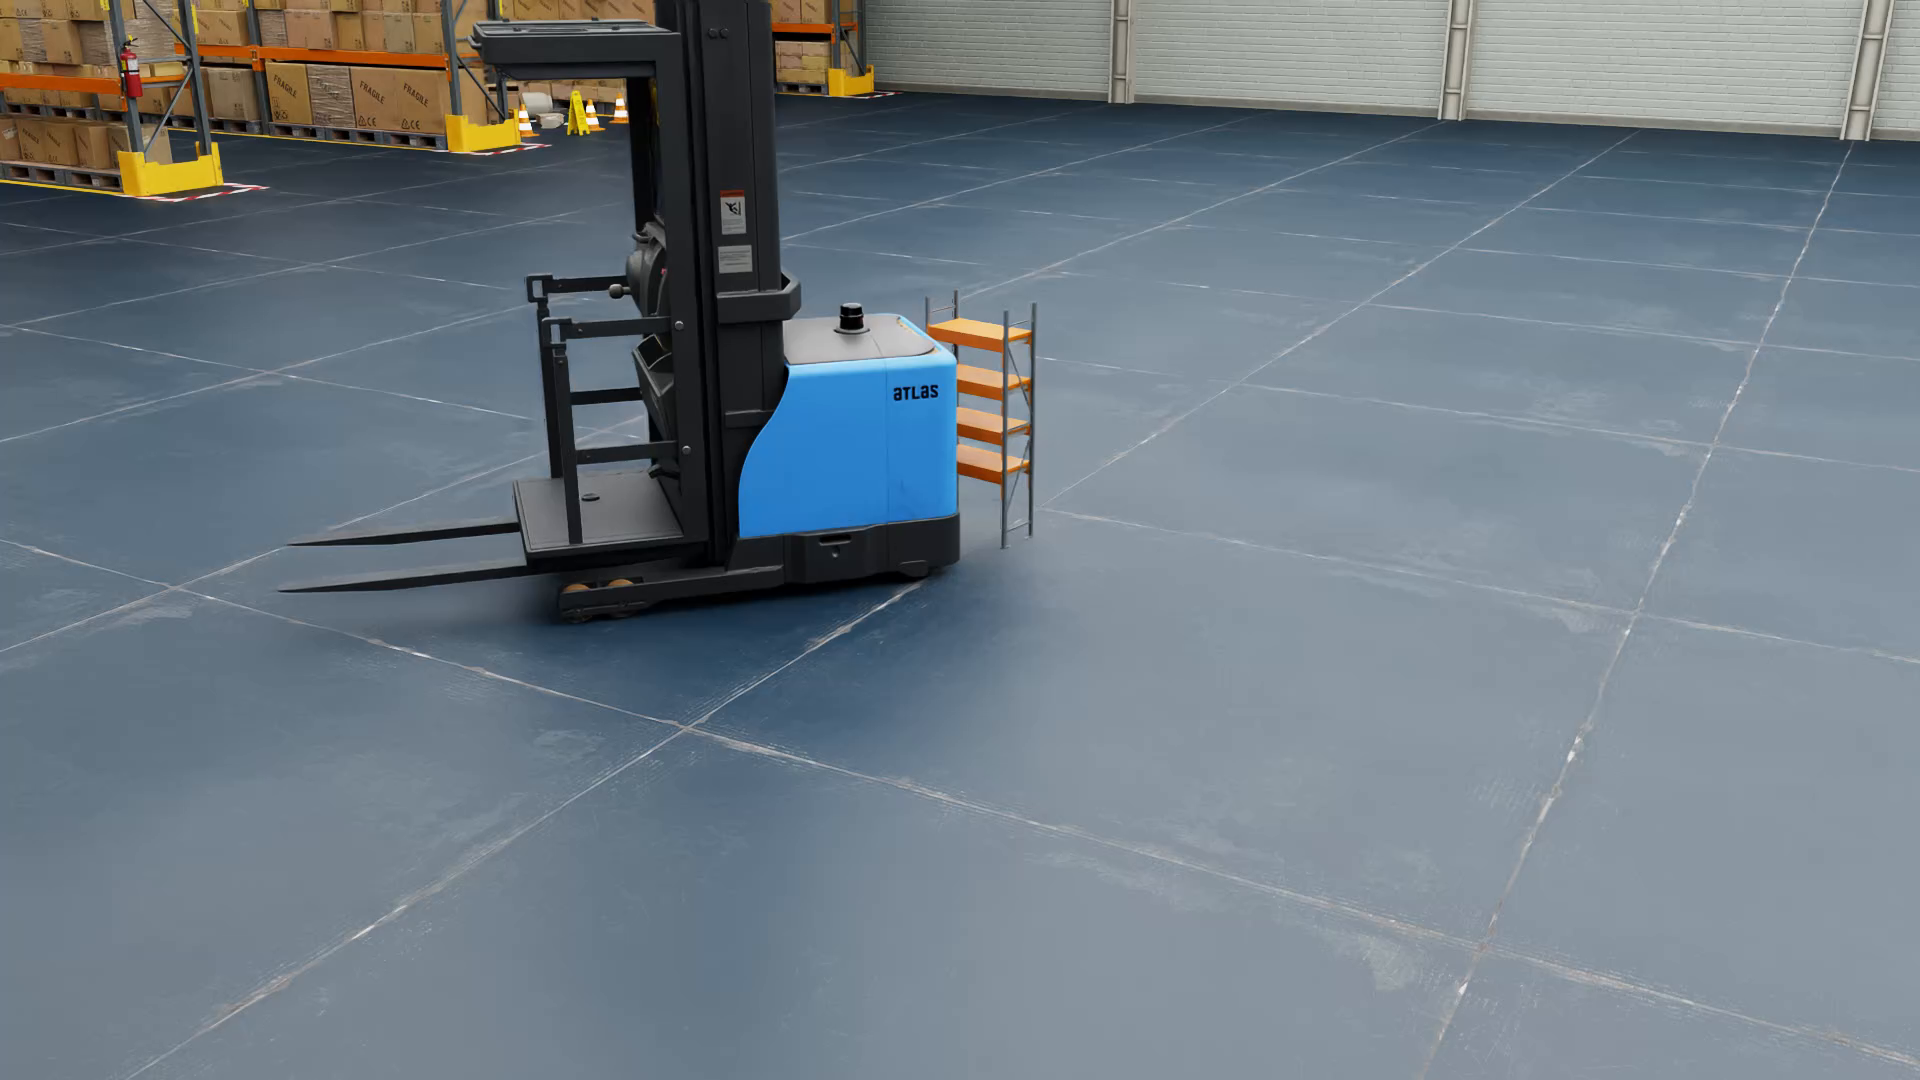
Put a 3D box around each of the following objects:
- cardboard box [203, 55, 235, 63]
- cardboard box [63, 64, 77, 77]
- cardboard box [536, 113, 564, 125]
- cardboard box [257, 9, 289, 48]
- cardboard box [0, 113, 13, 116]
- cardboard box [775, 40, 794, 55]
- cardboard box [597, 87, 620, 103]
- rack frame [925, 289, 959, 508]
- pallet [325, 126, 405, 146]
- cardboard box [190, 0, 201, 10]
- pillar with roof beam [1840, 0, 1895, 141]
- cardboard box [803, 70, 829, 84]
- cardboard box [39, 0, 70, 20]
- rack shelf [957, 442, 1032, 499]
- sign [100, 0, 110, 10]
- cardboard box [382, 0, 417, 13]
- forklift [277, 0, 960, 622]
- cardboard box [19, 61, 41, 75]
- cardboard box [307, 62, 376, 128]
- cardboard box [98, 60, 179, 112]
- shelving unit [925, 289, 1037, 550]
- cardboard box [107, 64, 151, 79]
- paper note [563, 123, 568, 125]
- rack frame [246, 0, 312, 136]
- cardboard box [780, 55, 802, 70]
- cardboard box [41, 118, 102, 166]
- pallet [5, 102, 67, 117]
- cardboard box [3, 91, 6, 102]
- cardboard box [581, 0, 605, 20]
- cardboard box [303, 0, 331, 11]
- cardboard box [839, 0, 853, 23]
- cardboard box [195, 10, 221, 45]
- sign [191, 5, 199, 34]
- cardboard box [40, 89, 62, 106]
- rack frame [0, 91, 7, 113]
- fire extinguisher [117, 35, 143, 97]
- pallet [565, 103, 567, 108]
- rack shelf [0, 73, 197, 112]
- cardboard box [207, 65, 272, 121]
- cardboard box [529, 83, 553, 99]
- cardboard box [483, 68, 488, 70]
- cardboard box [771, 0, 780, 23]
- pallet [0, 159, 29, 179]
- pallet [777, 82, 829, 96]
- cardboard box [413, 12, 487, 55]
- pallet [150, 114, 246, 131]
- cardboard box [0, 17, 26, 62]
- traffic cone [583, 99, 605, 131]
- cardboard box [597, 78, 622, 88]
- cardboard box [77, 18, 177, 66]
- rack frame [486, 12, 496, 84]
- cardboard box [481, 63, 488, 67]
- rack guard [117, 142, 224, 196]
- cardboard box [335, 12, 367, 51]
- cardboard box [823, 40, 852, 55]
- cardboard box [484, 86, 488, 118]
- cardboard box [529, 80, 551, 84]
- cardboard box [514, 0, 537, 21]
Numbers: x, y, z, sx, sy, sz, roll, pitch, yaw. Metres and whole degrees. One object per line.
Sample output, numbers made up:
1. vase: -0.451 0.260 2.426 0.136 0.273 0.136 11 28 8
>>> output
1. cardboard box: -14.429 -9.675 33.137 0.875 0.875 0.875 12 23 29
2. cardboard box: -10.387 -5.592 19.750 0.250 0.149 0.380 11 23 27
3. cardboard box: -6.661 -6.836 26.993 0.380 0.149 0.250 -11 23 -29
4. cardboard box: -10.023 -7.747 25.104 0.550 0.550 0.875 11 23 27
5. cardboard box: -12.528 -5.219 21.403 0.500 0.500 0.500 10 22 26
6. cardboard box: -3.563 -9.561 32.273 0.500 0.250 0.500 11 23 28
7. cardboard box: -5.818 -7.607 28.355 0.500 0.250 0.500 11 23 27
8. rack frame: -0.088 -0.655 8.410 0.015 1.200 0.240 16 25 37
9. pallet: -8.656 -6.071 24.793 1.213 0.211 1.003 11 23 27
10. cardboard box: -11.678 -8.502 25.790 0.500 0.500 0.700 11 23 28
11. pillar with roof beam: 11.331 -8.967 19.890 0.400 9.000 9.100 11 23 27
12. cardboard box: -2.679 -8.927 31.993 0.500 0.250 0.500 11 23 28
13. cardboard box: -10.406 -6.366 19.466 0.500 0.500 0.500 11 23 27
14. rack shelf: 0.100 -0.352 8.355 0.480 0.148 0.258 16 25 37
15. sign: -9.654 -6.141 18.733 0.005 0.325 0.100 11 23 27
16. cardboard box: -7.689 -7.785 23.624 0.550 0.550 0.875 11 23 27
17. forklift: -1.576 -1.214 7.415 3.031 2.935 1.130 -6 21 -16
18. cardboard box: -11.076 -5.696 20.036 0.250 0.149 0.380 11 23 27
19. cardboard box: -9.047 -6.659 24.824 0.875 0.875 0.875 11 23 28
20. cardboard box: -13.355 -7.412 27.082 0.750 0.750 1.050 10 22 27
21. shelving unit: 0.100 -0.602 8.264 0.503 1.200 0.258 16 25 37
22. cardboard box: -9.715 -5.477 19.435 0.250 0.149 0.380 11 23 27
23. paper note: -6.329 -6.729 26.870 0.142 0.019 0.148 3 20 9
24. rack frame: -10.351 -7.735 25.289 0.127 3.000 1.000 11 23 27
25. cardboard box: -3.125 -9.252 32.156 0.500 0.250 0.500 11 22 27
26. cardboard box: -10.978 -4.940 20.634 0.500 0.500 0.500 13 24 32
27. pallet: -15.585 -7.423 28.518 1.213 0.211 1.003 11 23 27
28. cardboard box: -16.356 -7.798 28.513 0.500 0.500 0.500 12 23 30
29. cardboard box: -6.011 -8.924 27.984 0.500 0.500 0.500 11 23 27
30. cardboard box: -9.104 -8.054 24.365 0.550 0.550 0.875 11 23 27
31. cardboard box: -2.412 -10.250 32.077 0.500 0.500 0.500 12 23 29
32. cardboard box: -11.378 -7.873 25.523 0.500 0.500 0.500 11 22 27
33. sign: -9.101 -6.178 19.728 0.005 0.325 0.100 11 23 27
34. cardboard box: -14.996 -7.541 27.806 0.500 0.500 0.500 12 23 29
35. rack frame: -12.858 -6.275 21.265 0.127 3.000 1.000 11 23 27
36. fire extinguisher: -9.490 -5.417 19.013 0.183 0.674 0.296 11 23 27
37. pallet: -7.421 -7.813 29.594 1.213 0.211 1.003 11 23 27
38. rack shelf: -11.112 -5.604 20.470 4.000 0.370 1.077 11 23 27
39. cardboard box: -10.936 -6.951 25.812 0.750 0.750 1.050 11 23 27
40. cardboard box: -7.170 -7.866 29.067 0.500 0.250 0.500 12 23 30
41. cardboard box: -9.113 -8.392 30.339 0.625 0.372 0.950 12 23 31
42. cardboard box: -3.569 -10.263 32.112 0.500 0.500 0.500 10 22 26
43. pallet: -12.254 -4.863 21.461 1.213 0.211 1.003 11 23 27
44. pallet: -2.803 -8.842 32.431 1.213 0.211 1.003 11 23 27
45. cardboard box: -7.205 -7.188 23.562 0.550 0.550 0.875 11 23 27
46. pallet: -12.130 -6.732 26.615 1.213 0.211 1.003 11 23 27
47. cardboard box: -11.174 -6.126 20.272 0.500 0.500 0.875 11 23 27
48. traffic cone: -5.782 -6.668 26.068 0.334 0.463 0.336 11 23 27
49. cardboard box: -5.816 -7.959 28.223 0.500 0.500 0.500 12 23 29
50. cardboard box: -9.832 -5.896 19.638 0.500 0.500 0.875 11 23 27
51. rack frame: -8.025 -9.225 29.398 0.127 3.000 1.000 11 23 27
52. cardboard box: -10.005 -10.484 35.917 0.500 0.500 0.500 10 22 26
53. rack guard: -9.432 -4.447 19.892 0.348 0.500 1.175 11 23 27
54. cardboard box: -8.606 -7.479 24.365 0.500 0.550 0.875 11 23 27
55. cardboard box: -2.442 -9.549 32.242 0.500 0.250 0.500 10 22 26
56. cardboard box: -8.121 -7.142 27.116 0.503 0.637 0.797 11 23 27
57. cardboard box: -7.168 -8.218 28.939 0.500 0.500 0.500 12 23 29
58. cardboard box: -7.327 -9.179 28.688 0.500 0.500 0.500 11 23 27
